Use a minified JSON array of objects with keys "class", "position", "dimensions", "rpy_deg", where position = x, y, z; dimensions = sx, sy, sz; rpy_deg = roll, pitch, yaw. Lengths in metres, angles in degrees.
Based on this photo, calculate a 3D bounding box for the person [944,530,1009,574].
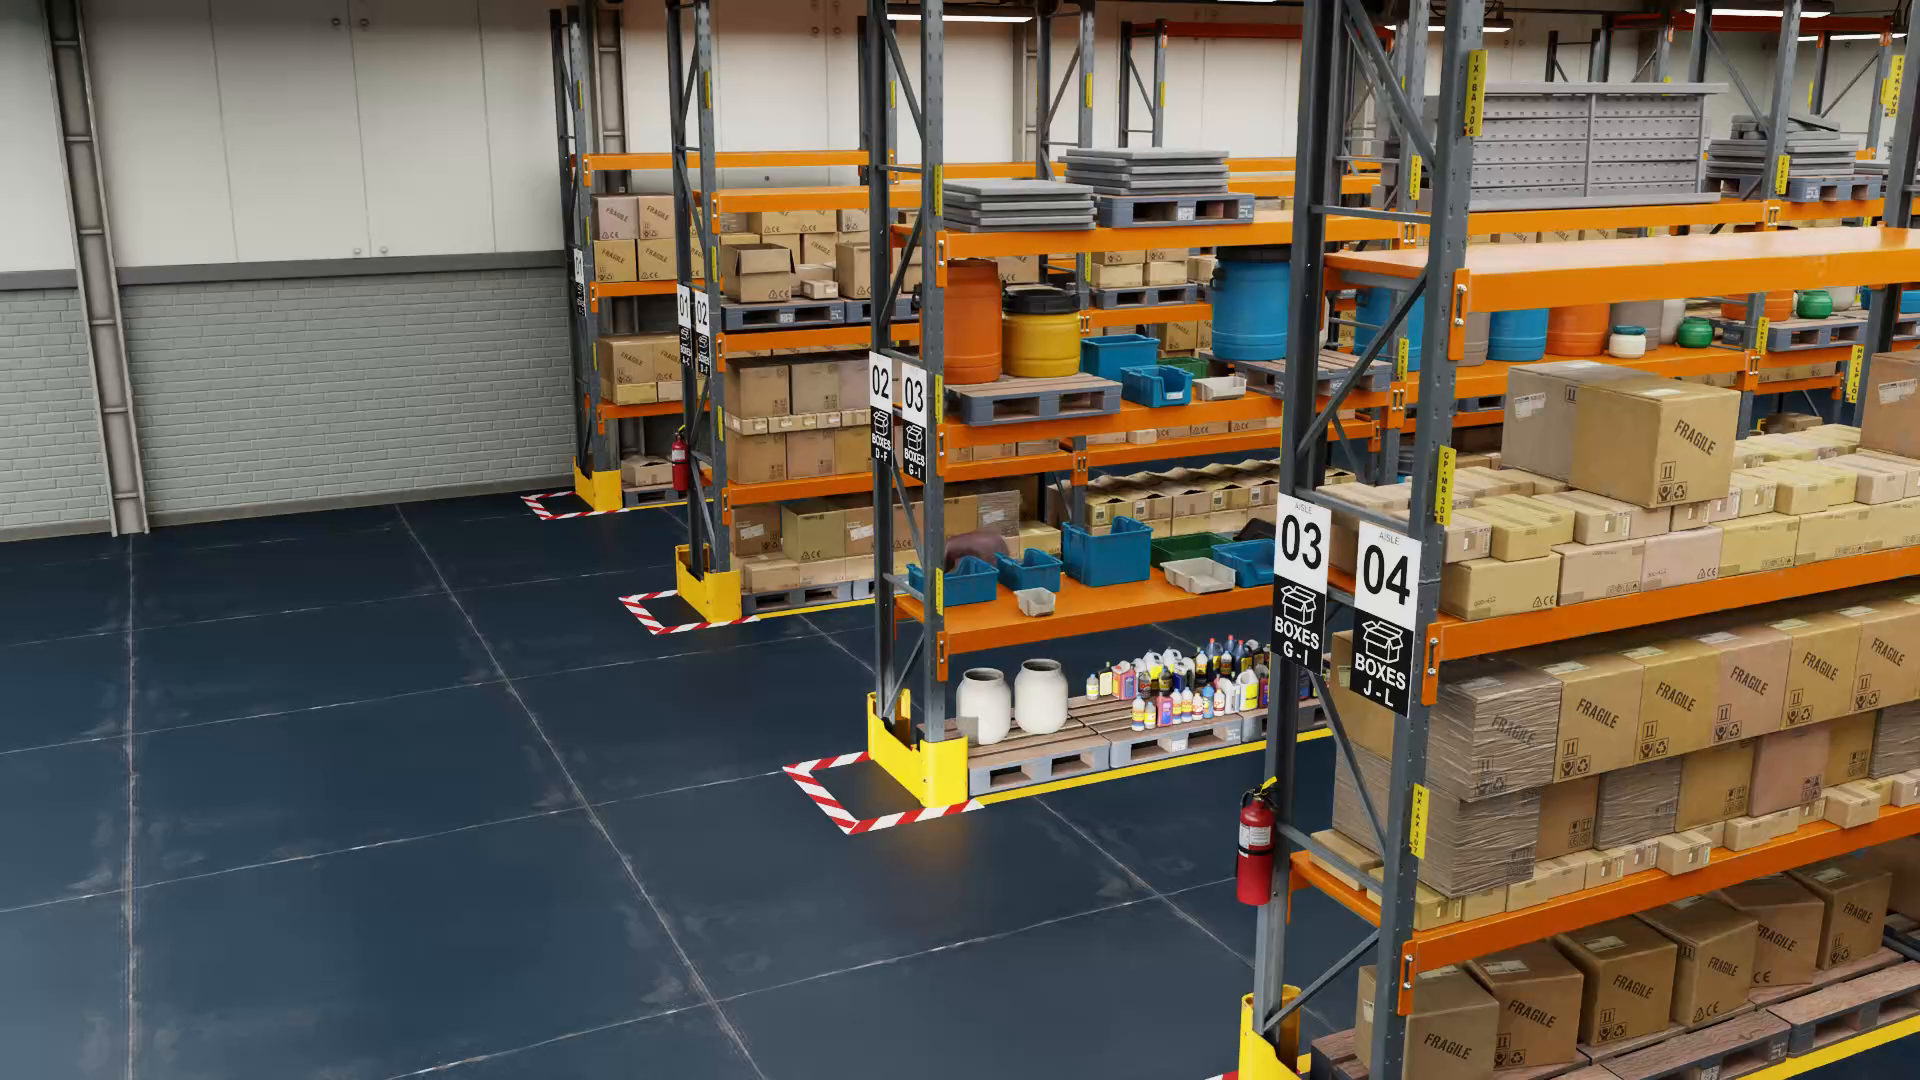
[{"class":"person","position":[0.007,0.350,16.238],"dimensions":[0.996,0.940,0.584],"rpy_deg":[8,17,29]}]
